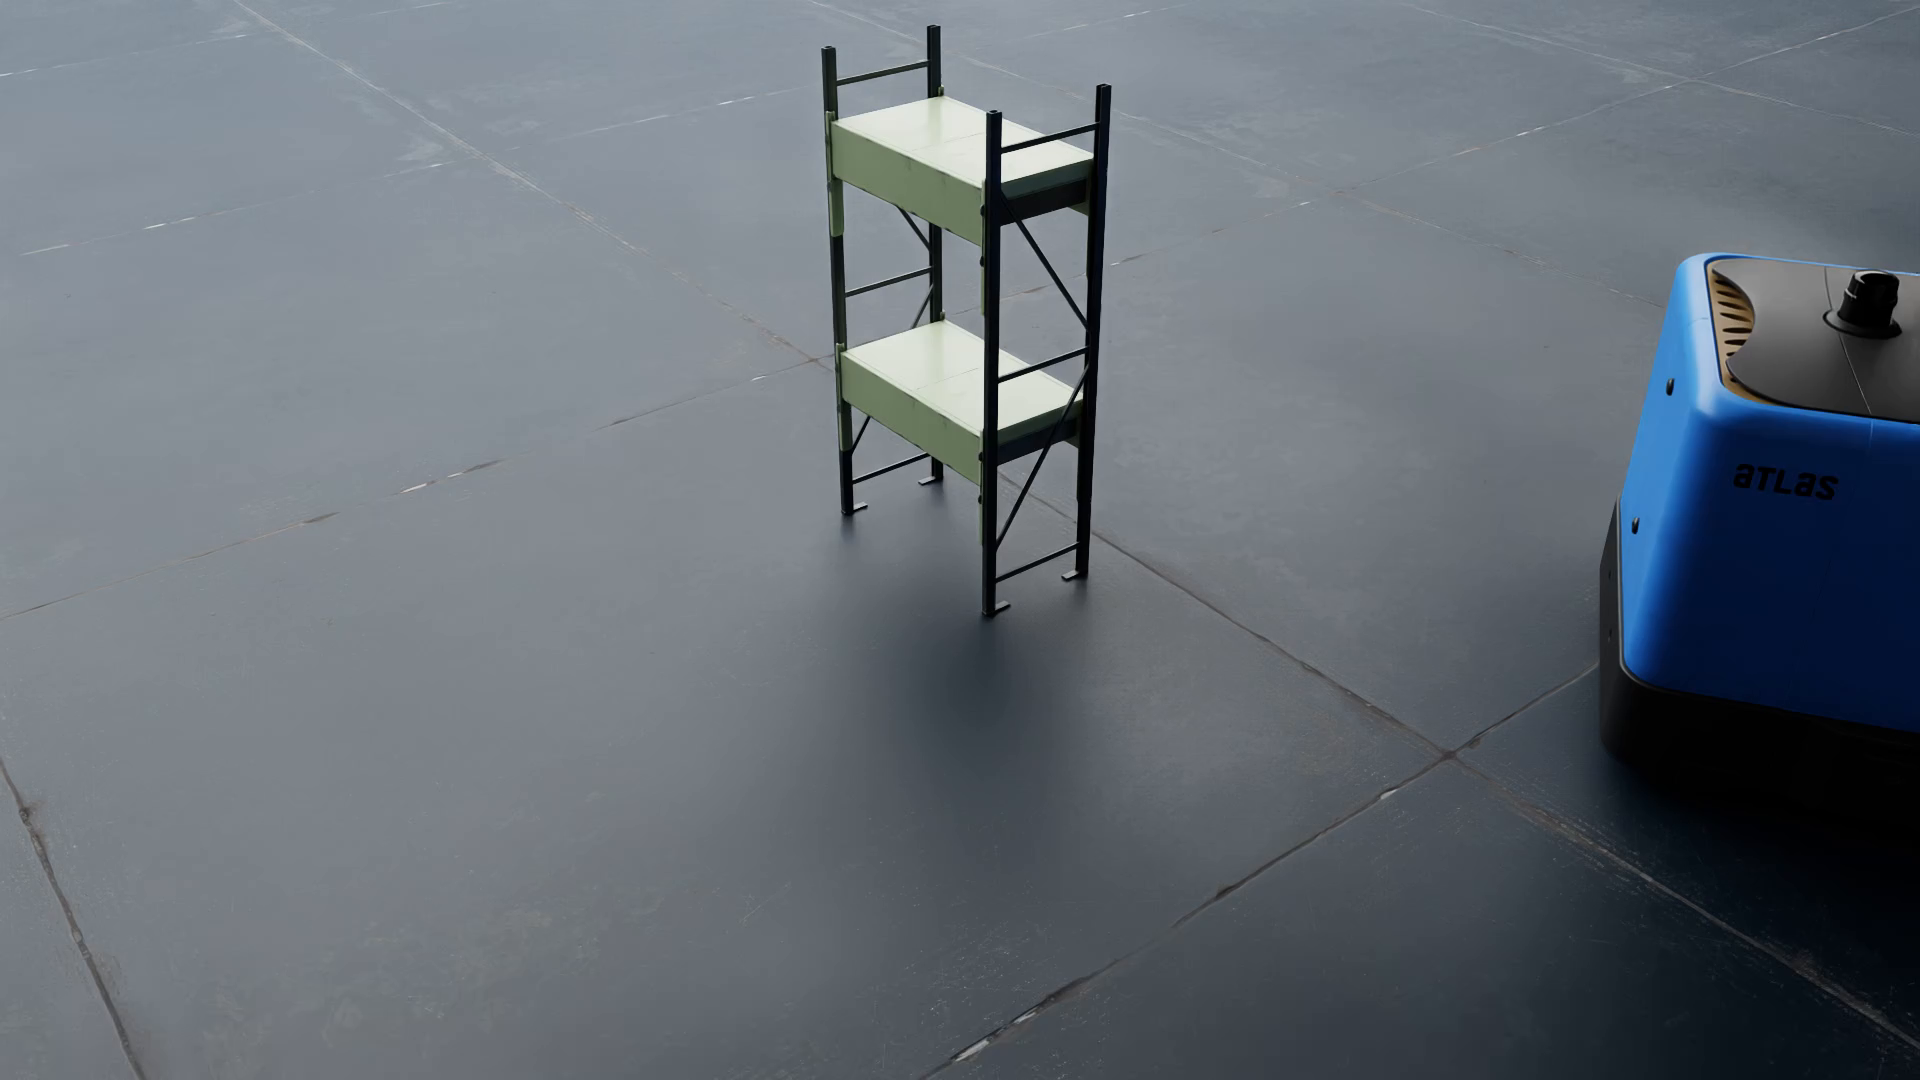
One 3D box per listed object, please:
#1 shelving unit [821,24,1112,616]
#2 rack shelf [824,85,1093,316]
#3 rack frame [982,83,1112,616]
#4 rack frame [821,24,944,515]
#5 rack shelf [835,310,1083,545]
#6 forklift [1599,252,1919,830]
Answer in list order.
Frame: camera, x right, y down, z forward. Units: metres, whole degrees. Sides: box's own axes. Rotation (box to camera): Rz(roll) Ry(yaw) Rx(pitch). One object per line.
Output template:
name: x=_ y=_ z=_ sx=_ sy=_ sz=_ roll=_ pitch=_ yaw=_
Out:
shelving unit: x=0.004 y=-0.634 z=4.850 sx=0.431 sy=1.500 sz=0.755 roll=-22 pitch=38 yaw=-31
rack shelf: x=0.004 y=-0.966 z=4.644 sx=0.431 sy=0.370 sz=0.720 roll=-22 pitch=38 yaw=-31
rack frame: x=0.229 y=-0.482 z=4.604 sx=0.400 sy=1.500 sz=0.023 roll=-22 pitch=38 yaw=-31
rack frame: x=-0.220 y=-0.787 z=5.095 sx=0.400 sy=1.500 sz=0.023 roll=-22 pitch=38 yaw=-31
rack shelf: x=0.004 y=-0.357 z=5.022 sx=0.431 sy=0.370 sz=0.720 roll=-22 pitch=38 yaw=-31
forklift: x=3.225 y=-0.641 z=3.504 sx=3.031 sy=2.935 sz=1.130 roll=10 pitch=33 yaw=15
